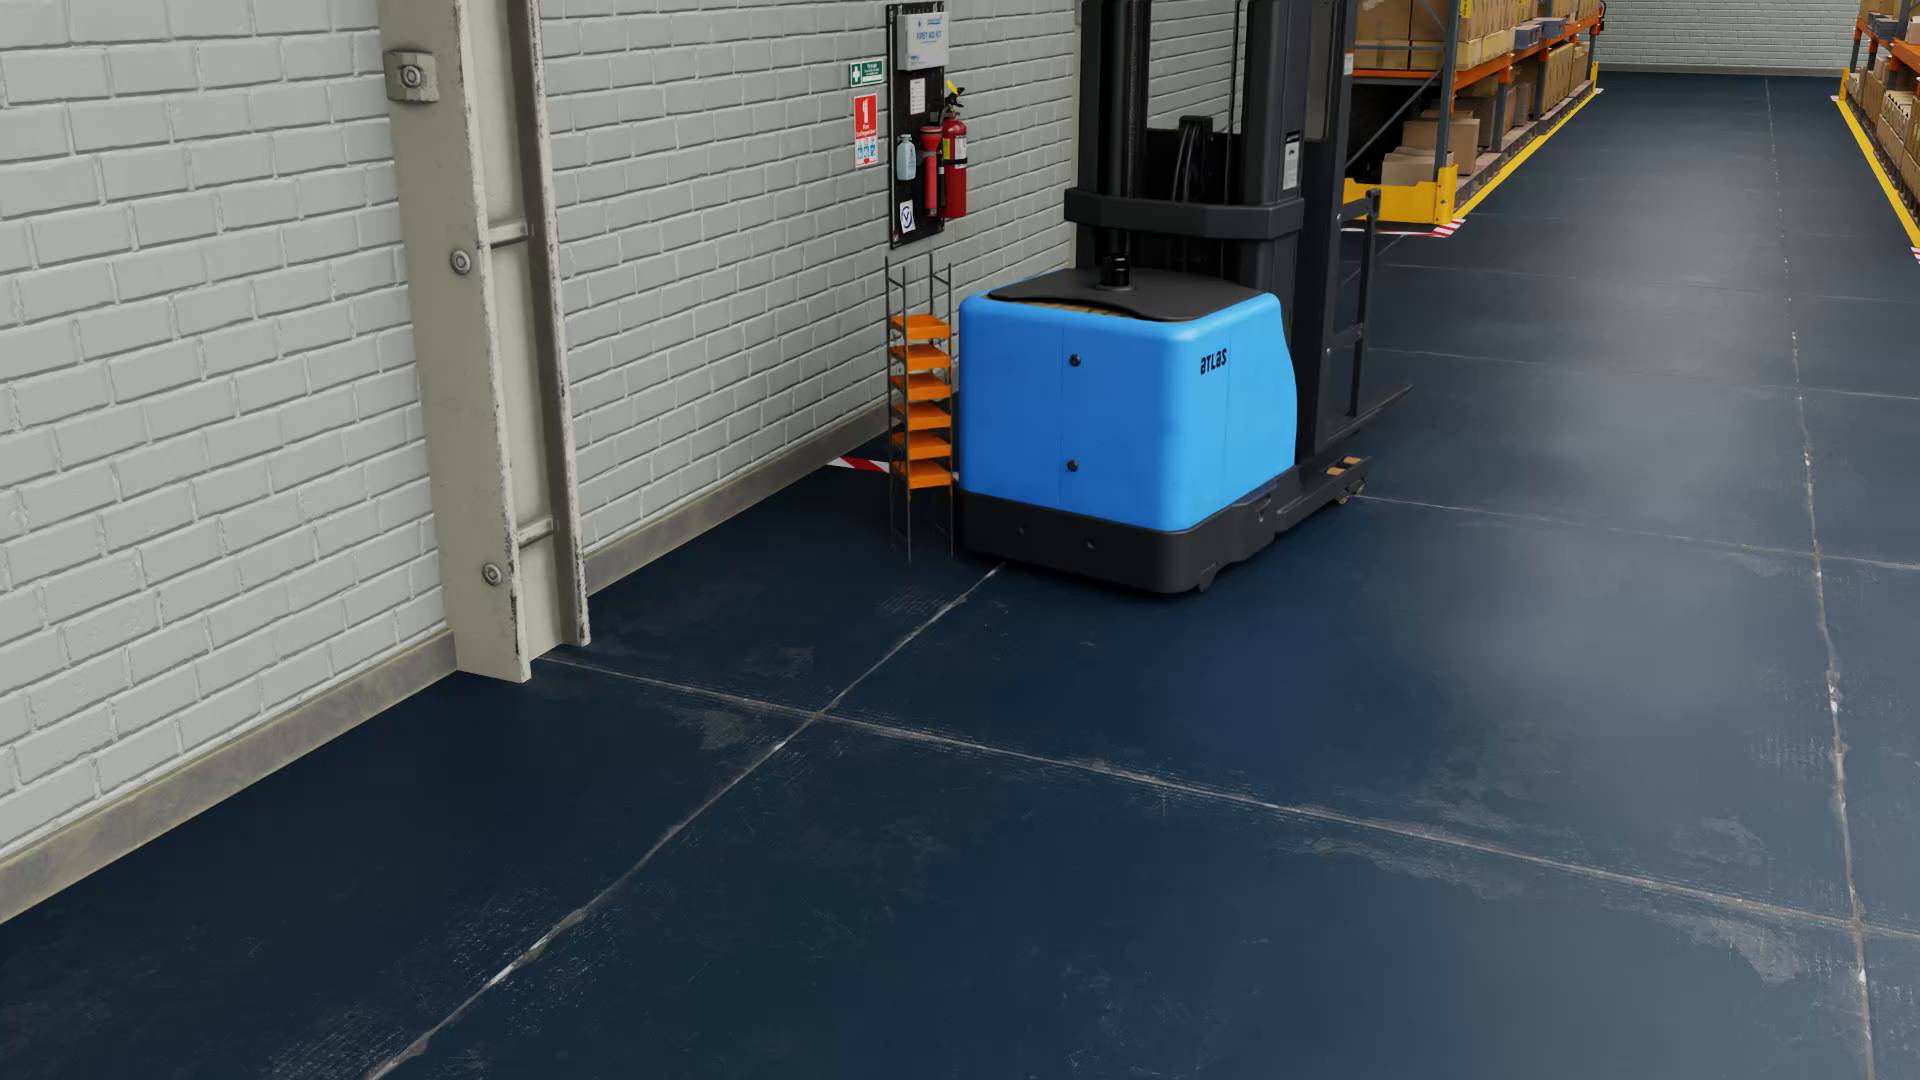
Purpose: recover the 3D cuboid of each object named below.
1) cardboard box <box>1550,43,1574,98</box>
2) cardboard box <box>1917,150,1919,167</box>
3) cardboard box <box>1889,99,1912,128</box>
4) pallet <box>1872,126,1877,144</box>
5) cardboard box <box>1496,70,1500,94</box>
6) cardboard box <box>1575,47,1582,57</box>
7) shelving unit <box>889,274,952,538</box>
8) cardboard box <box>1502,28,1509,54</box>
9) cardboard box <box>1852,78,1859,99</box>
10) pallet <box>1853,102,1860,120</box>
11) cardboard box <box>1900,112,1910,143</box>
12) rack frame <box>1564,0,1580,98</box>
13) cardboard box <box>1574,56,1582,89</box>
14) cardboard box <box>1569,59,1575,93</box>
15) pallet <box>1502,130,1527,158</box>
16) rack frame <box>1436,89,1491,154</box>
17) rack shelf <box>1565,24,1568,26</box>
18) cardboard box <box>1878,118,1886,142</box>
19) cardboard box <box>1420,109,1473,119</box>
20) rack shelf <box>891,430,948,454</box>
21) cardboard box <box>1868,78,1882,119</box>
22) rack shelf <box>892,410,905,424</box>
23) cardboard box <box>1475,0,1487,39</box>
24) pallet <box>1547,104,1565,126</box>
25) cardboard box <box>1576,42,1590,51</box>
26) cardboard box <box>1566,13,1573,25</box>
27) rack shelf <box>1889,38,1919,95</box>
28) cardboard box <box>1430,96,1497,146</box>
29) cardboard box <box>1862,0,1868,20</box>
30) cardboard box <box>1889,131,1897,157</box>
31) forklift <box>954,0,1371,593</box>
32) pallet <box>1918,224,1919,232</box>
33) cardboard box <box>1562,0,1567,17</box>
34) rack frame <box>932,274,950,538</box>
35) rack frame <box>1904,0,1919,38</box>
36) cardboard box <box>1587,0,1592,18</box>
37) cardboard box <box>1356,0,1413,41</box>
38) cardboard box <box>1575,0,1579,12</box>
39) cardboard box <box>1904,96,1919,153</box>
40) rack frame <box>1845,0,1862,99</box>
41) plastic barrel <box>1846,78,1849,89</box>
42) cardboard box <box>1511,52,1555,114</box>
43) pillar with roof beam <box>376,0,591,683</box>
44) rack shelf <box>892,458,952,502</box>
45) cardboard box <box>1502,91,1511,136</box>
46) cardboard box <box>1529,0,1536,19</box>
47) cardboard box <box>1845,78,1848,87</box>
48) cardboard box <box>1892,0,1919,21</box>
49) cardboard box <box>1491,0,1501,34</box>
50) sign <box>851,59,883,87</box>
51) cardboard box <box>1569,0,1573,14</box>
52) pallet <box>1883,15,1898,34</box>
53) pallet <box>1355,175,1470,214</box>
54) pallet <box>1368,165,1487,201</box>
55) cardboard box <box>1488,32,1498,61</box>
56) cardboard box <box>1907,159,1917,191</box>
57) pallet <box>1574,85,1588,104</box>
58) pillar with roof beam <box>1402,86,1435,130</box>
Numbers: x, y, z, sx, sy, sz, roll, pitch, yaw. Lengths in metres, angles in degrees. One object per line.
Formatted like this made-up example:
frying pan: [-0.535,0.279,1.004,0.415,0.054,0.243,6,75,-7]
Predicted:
cardboard box: [8.644,-6.984,24.713,0.750,0.750,0.750,9,21,23]
cardboard box: [8.949,-3.590,14.944,0.500,0.500,0.500,9,21,23]
cardboard box: [10.564,-4.687,18.311,0.500,0.311,0.500,8,21,22]
pallet: [12.015,-5.024,20.780,1.003,0.211,1.213,9,21,23]
cardboard box: [6.189,-5.475,19.843,0.500,0.250,0.500,8,21,21]
cardboard box: [9.712,-7.796,26.548,0.380,0.149,0.250,8,21,21]
shelving unit: [-0.159,-0.518,6.632,0.183,1.046,0.258,-7,21,-19]
cardboard box: [5.387,-5.172,17.228,0.500,0.250,0.500,9,21,23]
cardboard box: [13.594,-6.720,24.745,0.500,0.311,0.500,9,21,23]
pallet: [13.595,-6.233,24.181,1.003,0.211,1.213,9,21,23]
cardboard box: [9.941,-4.222,17.003,0.500,0.311,0.500,9,21,23]
rack frame: [8.792,-8.016,25.032,1.000,3.000,0.127,9,21,23]
cardboard box: [9.613,-7.560,26.855,0.700,0.500,0.500,9,22,24]
cardboard box: [9.192,-7.251,25.984,0.700,0.500,0.500,9,21,23]
pallet: [6.332,-4.869,20.345,1.003,0.211,1.213,9,21,23]
rack frame: [5.519,-5.570,18.154,0.949,2.616,0.053,9,21,23]
rack shelf: [7.973,-7.158,23.401,0.919,0.124,3.809,9,21,23]
cardboard box: [10.987,-4.743,19.307,0.500,0.250,0.500,8,21,21]
cardboard box: [5.127,-4.277,17.593,0.500,0.500,0.500,7,21,19]
rack shelf: [-0.160,-0.388,6.678,0.171,0.034,0.221,-7,21,-19]
cardboard box: [12.265,-5.782,21.824,0.500,0.500,0.500,8,21,21]
rack shelf: [-0.161,-0.494,6.640,0.166,0.020,0.199,-7,21,-19]
cardboard box: [4.559,-4.894,15.329,0.500,0.500,0.500,9,21,23]
pallet: [8.046,-6.082,23.755,1.003,0.211,1.213,9,21,23]
cardboard box: [10.348,-8.273,27.889,0.380,0.149,0.250,8,21,22]
cardboard box: [8.628,-7.523,23.990,0.380,0.149,0.250,9,21,23]
rack shelf: [10.856,-5.164,18.087,1.077,0.370,4.000,9,21,23]
cardboard box: [5.802,-4.827,19.140,0.700,0.500,0.500,9,22,25]
cardboard box: [14.114,-8.196,25.390,0.500,0.500,0.500,8,21,23]
cardboard box: [10.360,-4.272,17.980,0.500,0.250,0.500,9,21,24]
forklift: [1.217,-1.619,7.147,1.130,2.935,3.031,13,23,32]
pallet: [8.674,-2.595,13.950,1.003,0.211,1.213,9,21,23]
cardboard box: [8.013,-7.414,22.715,0.500,0.500,0.500,8,21,22]
rack frame: [-0.074,-0.528,6.661,0.002,1.046,0.228,-7,21,-19]
rack frame: [11.672,-6.115,19.687,0.949,2.616,0.053,9,21,23]
cardboard box: [9.622,-8.767,26.696,0.980,0.700,0.700,7,21,20]
cardboard box: [3.877,-4.813,15.101,0.500,0.500,0.500,8,21,22]
cardboard box: [8.833,-8.037,24.468,0.500,0.500,0.500,8,21,22]
cardboard box: [9.561,-4.049,16.234,0.500,0.500,0.500,9,21,23]
rack frame: [14.951,-8.560,26.562,1.000,3.000,0.127,9,21,23]
plastic barrel: [14.612,-6.899,20.517,5.570,3.481,10.597,9,21,23]
cardboard box: [7.513,-6.405,22.415,0.885,1.199,0.750,8,21,22]
pillar with roof beam: [2.389,-3.248,2.672,9.100,9.000,0.400,9,21,23]
rack shelf: [-0.160,-0.249,6.727,0.180,0.103,0.258,-7,21,-19]
cardboard box: [6.214,-5.143,20.026,0.700,0.500,0.500,9,21,23]
cardboard box: [6.766,-6.728,20.605,0.700,0.500,0.500,6,21,18]
cardboard box: [14.466,-7.343,26.739,0.380,0.149,0.250,9,21,23]
cardboard box: [11.830,-6.568,20.184,0.700,0.500,0.500,2,20,4]
cardboard box: [4.977,-5.211,16.219,0.500,0.500,0.500,9,22,24]
sign: [-0.439,-2.208,7.856,0.001,0.109,0.331,9,21,23]
cardboard box: [8.419,-7.727,23.597,0.500,0.500,0.500,9,21,23]
pallet: [12.467,-6.619,21.391,1.003,0.211,1.213,9,21,23]
pallet: [4.274,-3.301,15.935,1.003,0.211,1.213,9,21,23]
pallet: [4.775,-3.672,16.979,1.003,0.211,1.213,9,21,23]
cardboard box: [4.990,-4.862,16.357,0.500,0.250,0.500,9,21,23]
cardboard box: [9.151,-3.390,15.501,0.500,0.250,0.500,9,21,23]
pallet: [9.673,-7.298,27.175,1.003,0.211,1.213,9,21,23]
pillar with roof beam: [9.760,-8.750,18.144,9.100,9.000,0.400,9,21,23]
